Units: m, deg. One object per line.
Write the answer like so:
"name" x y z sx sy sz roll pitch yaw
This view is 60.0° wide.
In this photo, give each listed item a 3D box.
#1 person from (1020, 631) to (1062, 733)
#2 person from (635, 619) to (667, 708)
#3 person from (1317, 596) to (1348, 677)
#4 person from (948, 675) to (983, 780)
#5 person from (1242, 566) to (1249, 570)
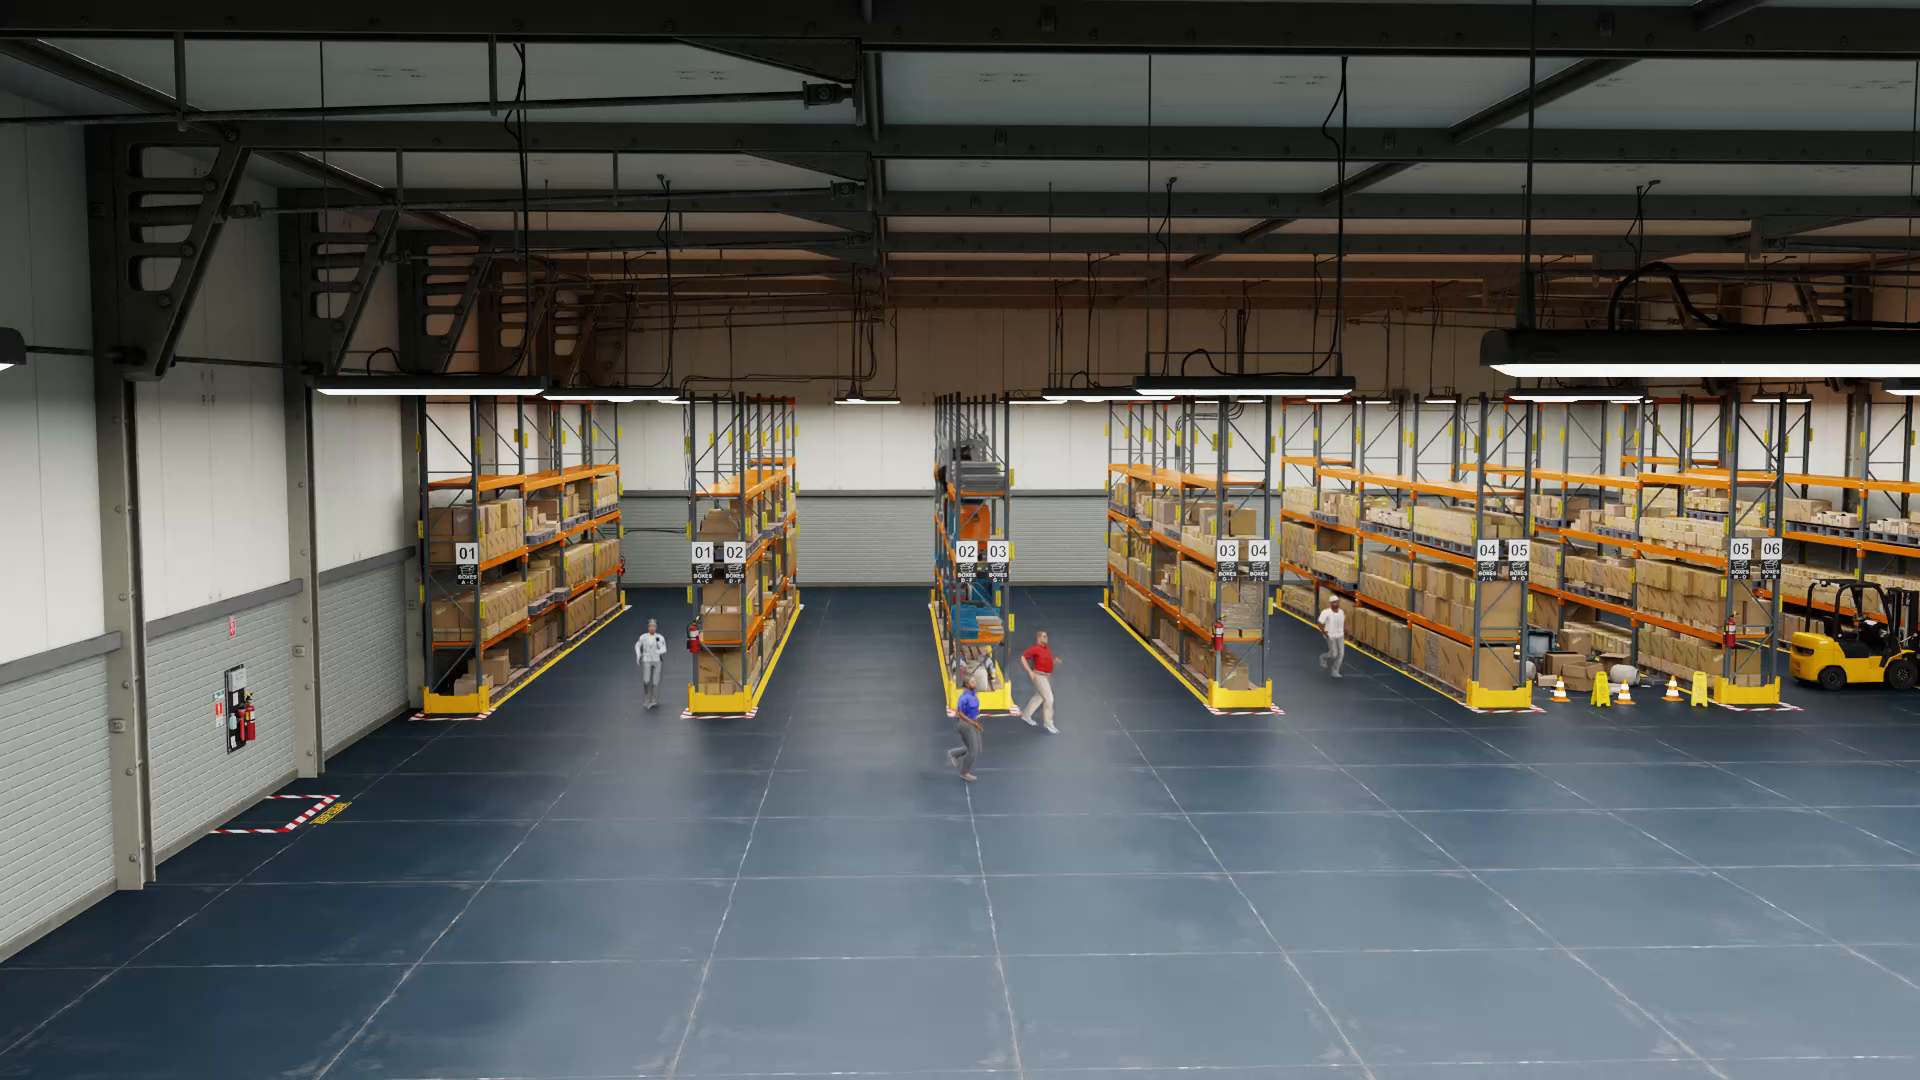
"person" 1.433 2.503 29.456 0.799 1.788 0.639 2 5 25
"person" -5.878 2.354 31.653 0.584 1.700 0.601 -1 5 -11
"person" 7.938 2.036 35.352 0.701 1.726 0.661 -2 5 -20
"person" 0.110 2.877 25.601 0.603 1.625 0.584 2 5 24
"person" 8.024 1.095 46.825 0.671 1.806 0.901 0 5 4
